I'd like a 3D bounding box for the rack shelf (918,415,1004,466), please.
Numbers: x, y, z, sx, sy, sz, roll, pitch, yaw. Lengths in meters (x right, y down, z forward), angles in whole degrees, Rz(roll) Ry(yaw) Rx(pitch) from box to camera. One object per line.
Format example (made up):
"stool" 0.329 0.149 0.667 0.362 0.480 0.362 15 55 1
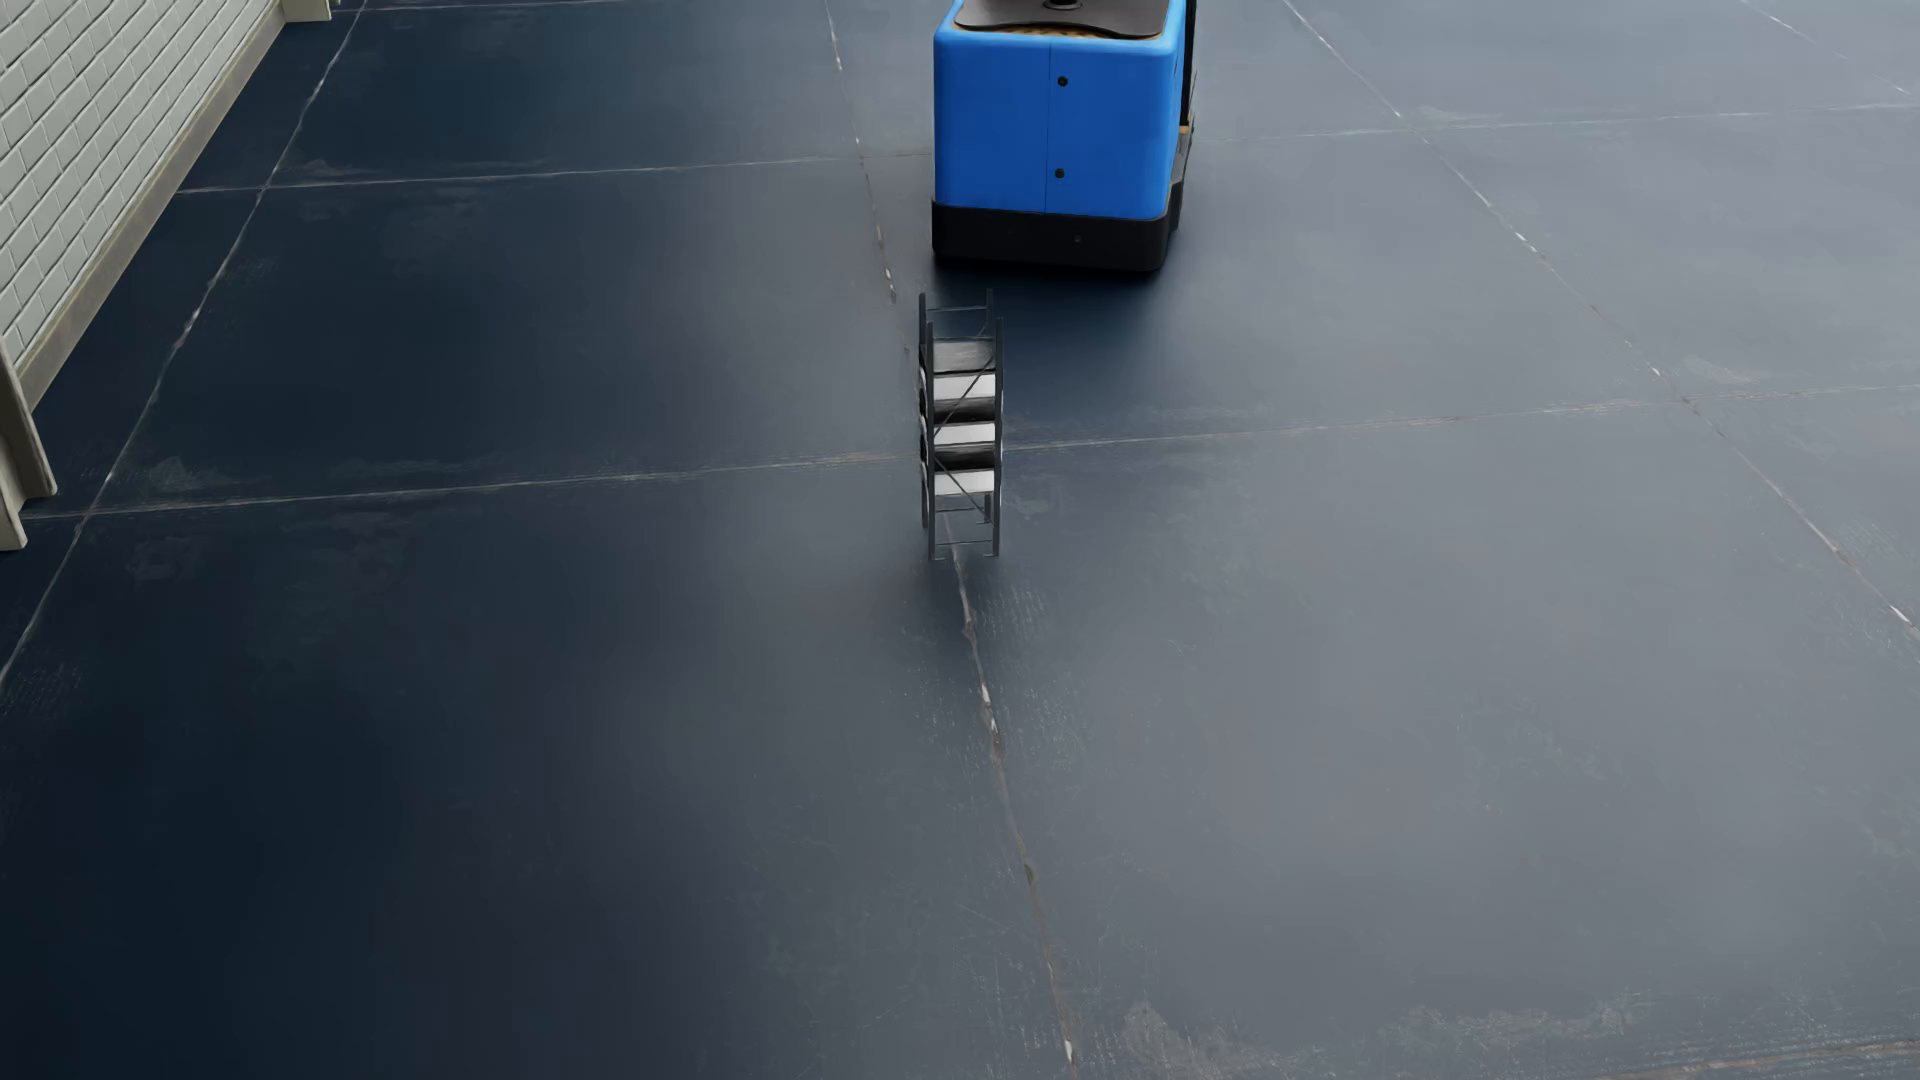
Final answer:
"rack shelf" 0.001 -0.340 5.509 0.258 0.077 0.200 -4 35 -6

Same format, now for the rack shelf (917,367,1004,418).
"rack shelf" 0.001 -0.489 5.407 0.258 0.077 0.200 -4 35 -6

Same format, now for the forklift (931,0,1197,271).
"forklift" 0.639 -3.224 7.878 1.130 2.935 3.031 6 35 8

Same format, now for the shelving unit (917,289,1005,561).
"shelving unit" 0.001 -0.367 5.490 0.258 0.900 0.210 -4 35 -6

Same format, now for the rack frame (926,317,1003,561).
"rack frame" 0.015 -0.311 5.407 0.240 0.900 0.006 -4 35 -6

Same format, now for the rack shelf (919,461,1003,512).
"rack shelf" 0.001 -0.191 5.610 0.258 0.077 0.200 -4 35 -6

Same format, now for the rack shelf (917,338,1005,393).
"rack shelf" 0.001 -0.563 5.357 0.258 0.077 0.200 -4 35 -6

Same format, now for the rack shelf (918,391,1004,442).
"rack shelf" 0.001 -0.414 5.458 0.258 0.077 0.200 -4 35 -6

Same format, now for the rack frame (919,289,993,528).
"rack frame" -0.013 -0.424 5.573 0.240 0.900 0.006 -4 35 -6

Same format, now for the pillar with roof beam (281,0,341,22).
"pillar with roof beam" 0.065 -7.461 8.707 9.100 9.000 0.400 -4 35 -6

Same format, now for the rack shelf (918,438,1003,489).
"rack shelf" 0.001 -0.265 5.559 0.258 0.077 0.200 -4 35 -6
